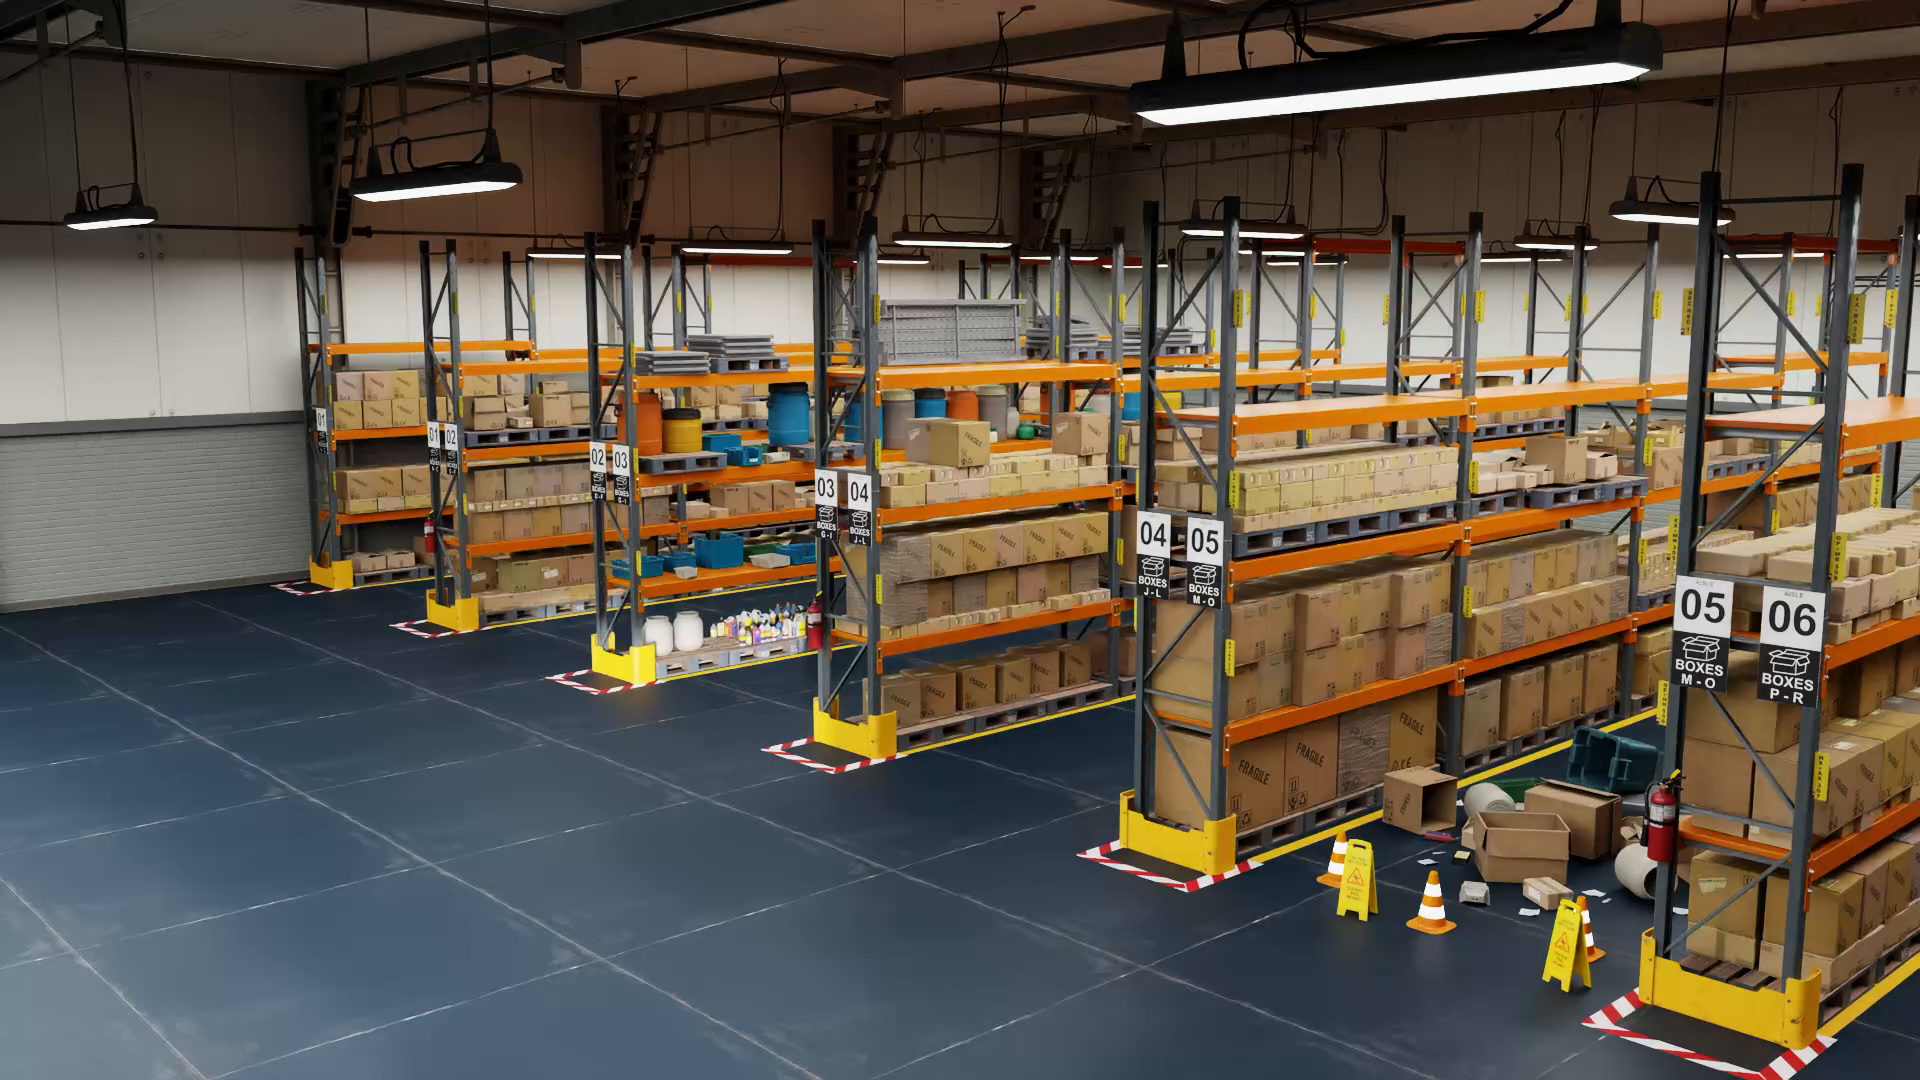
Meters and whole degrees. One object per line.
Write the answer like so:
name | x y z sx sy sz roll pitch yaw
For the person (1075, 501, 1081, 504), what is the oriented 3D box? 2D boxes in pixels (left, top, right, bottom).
person | 2.820 -1.558 40.153 0.483 1.650 0.486 -7 11 -38
